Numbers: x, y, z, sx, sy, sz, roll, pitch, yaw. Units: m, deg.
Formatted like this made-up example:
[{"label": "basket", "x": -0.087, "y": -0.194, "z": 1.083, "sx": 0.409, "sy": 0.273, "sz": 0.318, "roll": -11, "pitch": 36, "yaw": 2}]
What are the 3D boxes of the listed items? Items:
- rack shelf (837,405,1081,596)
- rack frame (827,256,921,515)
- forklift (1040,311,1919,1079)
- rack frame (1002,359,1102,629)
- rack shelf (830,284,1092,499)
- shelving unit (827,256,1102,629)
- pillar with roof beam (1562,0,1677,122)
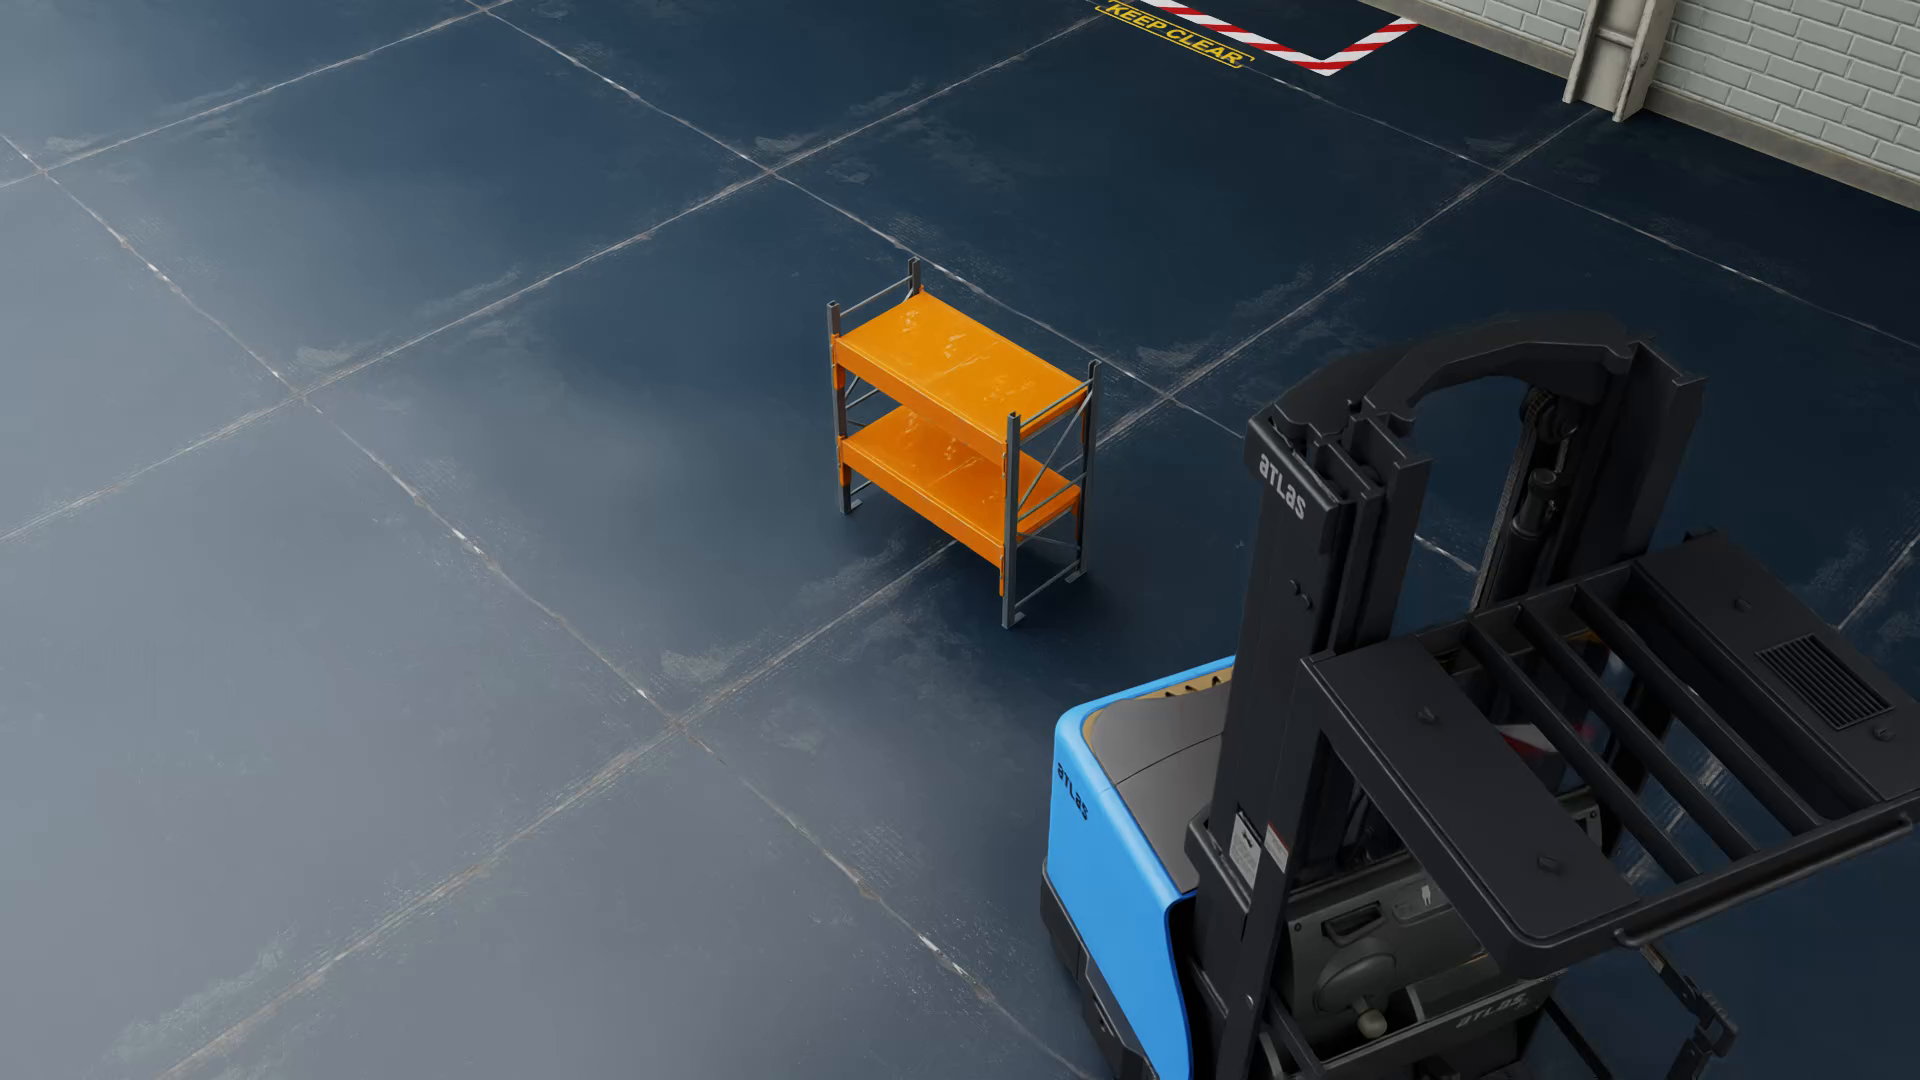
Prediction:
[{"label": "rack shelf", "x": 0.005, "y": -0.230, "z": 7.148, "sx": 0.538, "sy": 0.278, "sz": 1.000, "roll": -34, "pitch": 53, "yaw": -31}, {"label": "rack frame", "x": -0.354, "y": -0.654, "z": 7.246, "sx": 0.500, "sy": 1.125, "sz": 0.032, "roll": -34, "pitch": 53, "yaw": -31}, {"label": "forklift", "x": 1.320, "y": 1.048, "z": 4.074, "sx": 1.130, "sy": 2.935, "sz": 3.031, "roll": -16, "pitch": 45, "yaw": -17}, {"label": "rack frame", "x": 0.364, "y": -0.166, "z": 6.718, "sx": 0.500, "sy": 1.125, "sz": 0.032, "roll": -34, "pitch": 53, "yaw": -31}, {"label": "rack shelf", "x": 0.005, "y": -0.625, "z": 6.783, "sx": 0.538, "sy": 0.278, "sz": 1.000, "roll": -34, "pitch": 53, "yaw": -31}, {"label": "shelving unit", "x": 0.005, "y": -0.410, "z": 6.982, "sx": 0.538, "sy": 1.125, "sz": 1.048, "roll": -34, "pitch": 53, "yaw": -31}, {"label": "pillar with roof beam", "x": 0.935, "y": -3.948, "z": 5.009, "sx": 9.100, "sy": 9.000, "sz": 0.400, "roll": -34, "pitch": 53, "yaw": -31}]
